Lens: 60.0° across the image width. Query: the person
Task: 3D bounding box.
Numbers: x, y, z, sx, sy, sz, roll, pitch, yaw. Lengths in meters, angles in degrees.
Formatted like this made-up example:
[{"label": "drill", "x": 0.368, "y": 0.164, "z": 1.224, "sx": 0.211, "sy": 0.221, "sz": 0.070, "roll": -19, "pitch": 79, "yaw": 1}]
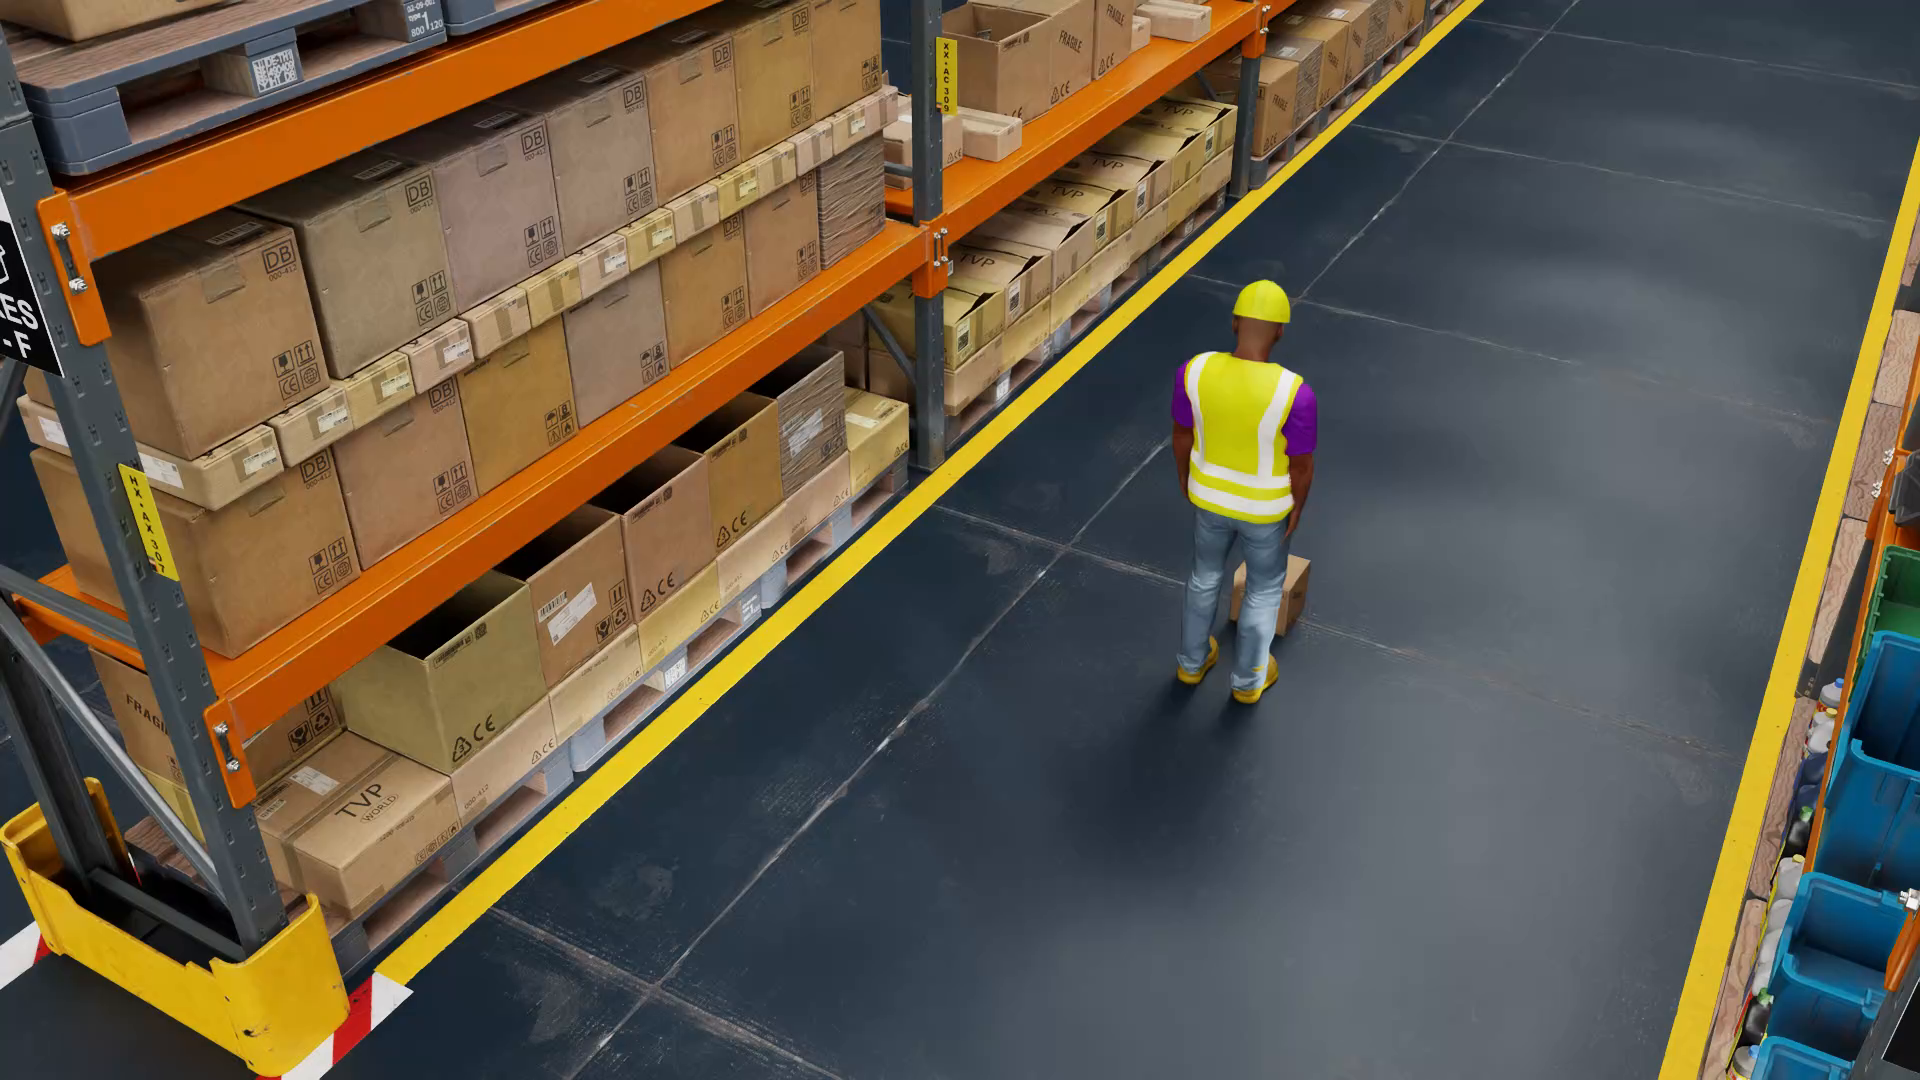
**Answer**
[{"label": "person", "x": 1.072, "y": -0.172, "z": 6.390, "sx": 0.571, "sy": 1.759, "sz": 0.379, "roll": 19, "pitch": 38, "yaw": 25}]
